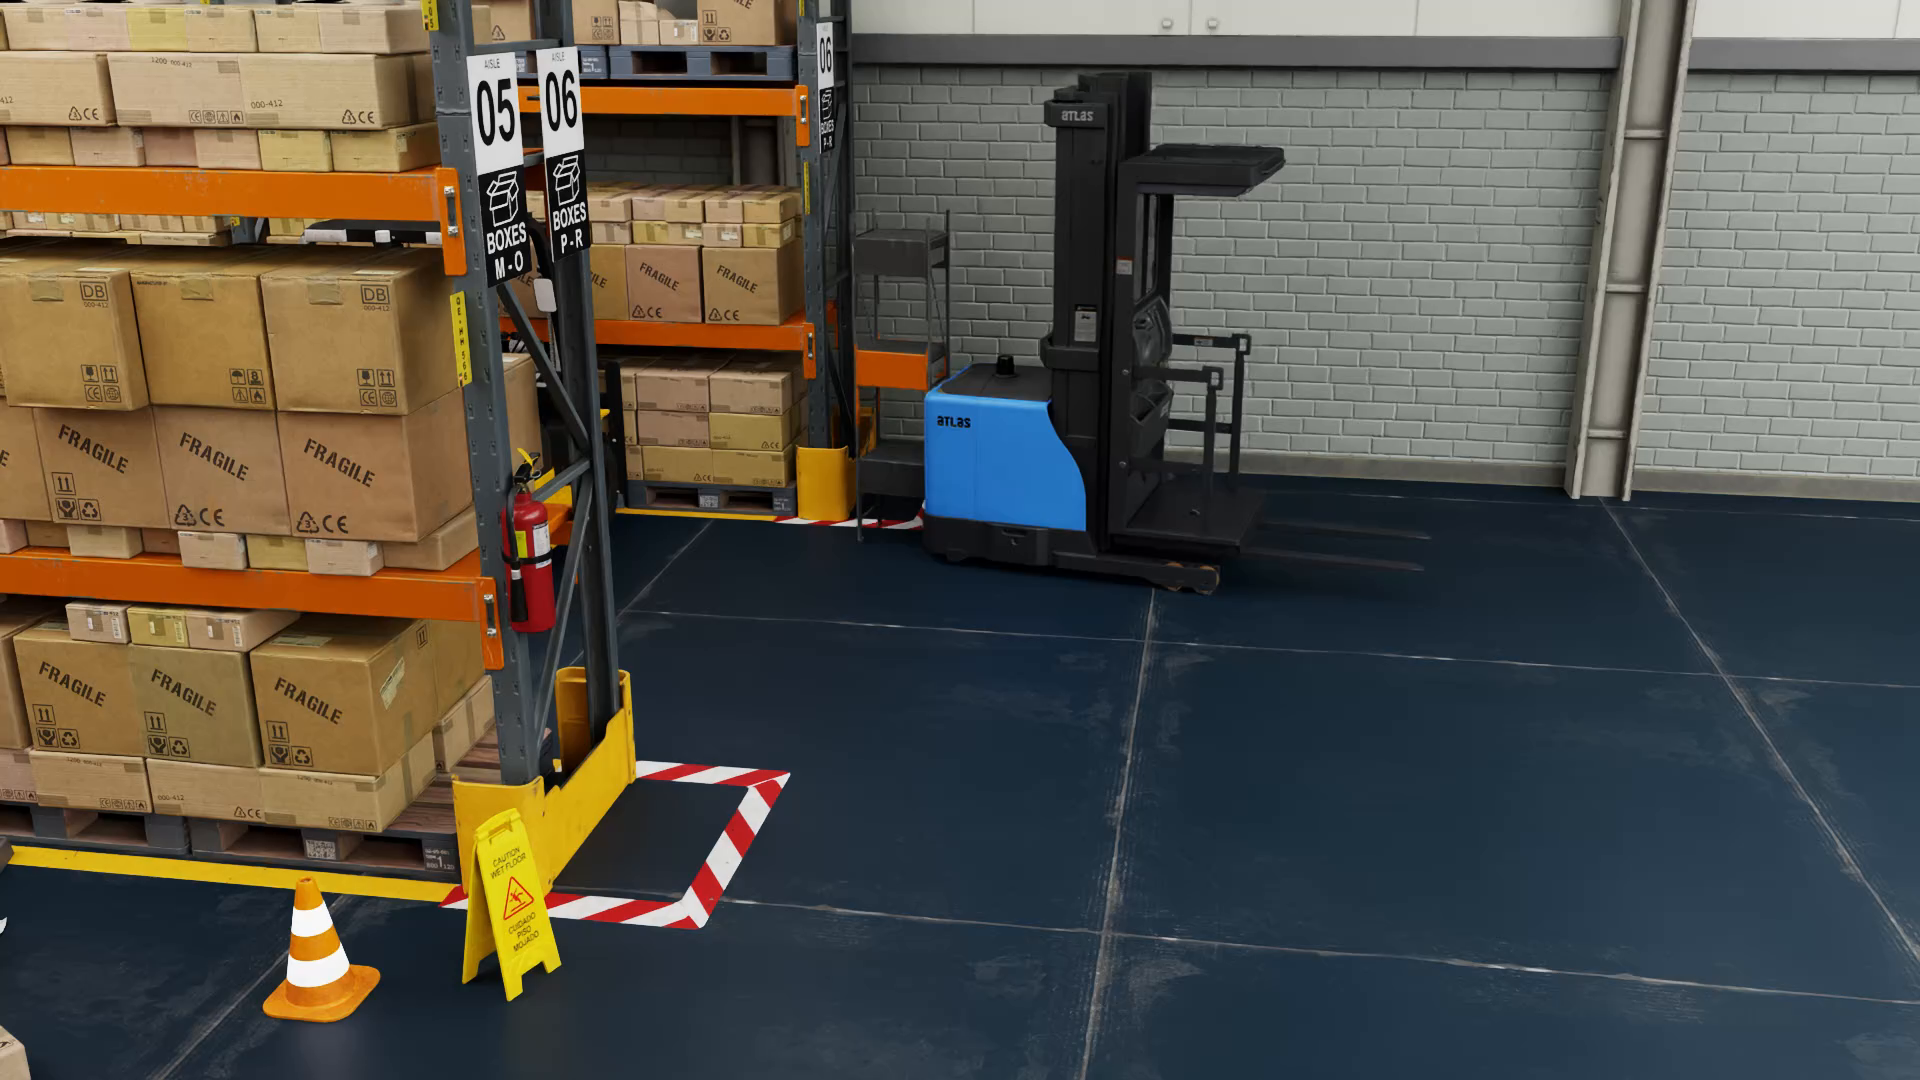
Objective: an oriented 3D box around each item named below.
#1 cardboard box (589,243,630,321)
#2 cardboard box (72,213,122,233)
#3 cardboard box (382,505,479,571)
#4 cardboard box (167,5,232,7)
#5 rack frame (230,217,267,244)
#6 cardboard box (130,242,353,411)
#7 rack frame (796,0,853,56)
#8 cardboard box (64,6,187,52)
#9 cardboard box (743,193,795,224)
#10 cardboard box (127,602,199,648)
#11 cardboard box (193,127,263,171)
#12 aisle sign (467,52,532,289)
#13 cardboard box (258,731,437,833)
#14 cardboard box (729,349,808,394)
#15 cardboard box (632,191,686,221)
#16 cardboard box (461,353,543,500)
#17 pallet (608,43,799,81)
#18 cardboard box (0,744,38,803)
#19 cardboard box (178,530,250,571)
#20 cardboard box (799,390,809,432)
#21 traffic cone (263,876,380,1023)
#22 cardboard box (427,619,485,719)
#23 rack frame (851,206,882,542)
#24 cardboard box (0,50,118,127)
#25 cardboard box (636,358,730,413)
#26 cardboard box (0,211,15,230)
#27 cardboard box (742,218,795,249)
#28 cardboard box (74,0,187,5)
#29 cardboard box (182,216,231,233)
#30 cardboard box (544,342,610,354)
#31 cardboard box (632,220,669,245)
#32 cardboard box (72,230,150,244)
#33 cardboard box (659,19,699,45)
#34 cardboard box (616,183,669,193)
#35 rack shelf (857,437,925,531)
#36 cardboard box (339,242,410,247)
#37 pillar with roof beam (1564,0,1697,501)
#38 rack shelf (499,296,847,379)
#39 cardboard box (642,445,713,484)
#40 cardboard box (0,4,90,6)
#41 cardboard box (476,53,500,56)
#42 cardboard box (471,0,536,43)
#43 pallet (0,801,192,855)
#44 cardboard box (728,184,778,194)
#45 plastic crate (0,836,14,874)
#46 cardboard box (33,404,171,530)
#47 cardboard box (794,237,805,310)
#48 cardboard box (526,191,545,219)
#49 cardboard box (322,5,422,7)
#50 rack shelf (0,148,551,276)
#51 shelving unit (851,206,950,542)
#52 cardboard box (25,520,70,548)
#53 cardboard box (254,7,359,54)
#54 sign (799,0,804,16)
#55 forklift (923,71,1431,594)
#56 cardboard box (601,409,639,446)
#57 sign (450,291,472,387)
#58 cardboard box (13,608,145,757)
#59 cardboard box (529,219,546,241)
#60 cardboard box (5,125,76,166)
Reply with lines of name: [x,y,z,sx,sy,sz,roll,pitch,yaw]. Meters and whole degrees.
cardboard box: [-2.413,-1.782,11.245,0.500,0.500,0.500,3,19,8]
cardboard box: [-5.962,-2.249,11.619,0.250,0.149,0.380,2,19,7]
cardboard box: [-2.056,-0.015,6.517,0.250,0.149,0.380,4,19,10]
cardboard box: [-2.955,-2.004,6.476,0.250,0.149,0.380,3,19,8]
rack frame: [-4.818,-1.939,11.871,0.127,3.000,1.000,3,19,9]
cardboard box: [-2.690,-0.830,6.355,0.500,0.500,0.700,3,19,9]
rack frame: [-0.869,-4.583,10.317,0.127,3.000,1.000,3,19,9]
cardboard box: [-3.019,-1.864,6.059,0.250,0.149,0.380,3,19,9]
cardboard box: [-1.256,-2.186,10.960,0.250,0.149,0.380,3,19,9]
cardboard box: [-3.106,0.289,6.678,0.250,0.149,0.380,3,19,10]
cardboard box: [-2.557,-1.442,6.055,0.250,0.149,0.380,3,19,10]
aisle sign: [-1.637,-1.321,5.928,0.004,0.787,0.394,3,19,9]
cardboard box: [-2.517,0.965,6.864,0.500,0.250,0.500,3,19,8]
cardboard box: [-1.313,-1.191,11.730,0.500,0.250,0.500,3,19,8]
cardboard box: [-2.001,-2.229,11.089,0.250,0.149,0.380,3,19,9]
cardboard box: [-2.076,-0.482,6.889,0.500,0.500,0.500,3,19,8]
pallet: [-1.563,-3.162,10.938,1.213,0.211,1.003,3,19,9]
cardboard box: [-4.009,0.885,7.104,0.500,0.250,0.500,3,19,8]
cardboard box: [-2.832,-0.016,6.520,0.250,0.149,0.380,3,19,10]
cardboard box: [-1.300,-0.959,11.825,0.500,0.250,0.500,3,19,10]
traffic cone: [-2.282,1.403,5.880,0.334,0.463,0.336,3,19,9]
cardboard box: [-2.429,0.439,7.255,0.500,0.500,0.500,2,19,7]
rack frame: [-0.595,-1.044,10.615,0.015,2.100,0.400,6,19,17]
cardboard box: [-3.210,-1.666,6.097,0.500,0.250,0.500,3,19,10]
cardboard box: [-1.878,-1.056,11.329,0.500,0.250,0.500,3,19,10]
cardboard box: [-6.731,-2.286,11.727,0.250,0.149,0.380,2,19,7]
cardboard box: [-1.256,-2.022,10.940,0.250,0.149,0.380,3,19,9]
cardboard box: [-5.572,-3.526,11.207,0.500,0.311,0.500,2,19,7]
cardboard box: [-5.191,-2.242,11.595,0.250,0.149,0.380,4,19,11]
cardboard box: [-2.804,-1.271,11.970,0.500,0.250,0.500,3,19,8]
cardboard box: [-2.002,-2.074,11.095,0.250,0.149,0.380,3,19,8]
cardboard box: [-5.853,-2.073,11.720,0.500,0.250,0.500,2,19,7]
cardboard box: [-1.735,-3.234,10.591,0.250,0.149,0.380,2,19,7]
cardboard box: [-2.189,-2.373,11.518,0.250,0.149,0.380,4,19,10]
rack shelf: [-0.363,-0.343,10.769,0.480,0.518,0.431,6,19,17]
cardboard box: [-3.905,-1.861,11.481,0.500,0.500,0.500,3,19,10]
pillar with roof beam: [3.828,-3.249,6.332,0.400,9.000,9.100,3,19,9]
rack shelf: [-2.844,-1.497,11.684,4.000,0.370,1.077,3,19,9]
cardboard box: [-1.872,-0.586,11.497,0.500,0.250,0.500,3,19,9]
cardboard box: [-3.708,-2.070,6.673,0.250,0.149,0.380,3,19,9]
cardboard box: [-2.107,-1.784,6.447,0.500,0.250,0.500,3,19,8]
cardboard box: [-2.912,-3.526,10.904,0.637,0.503,0.797,4,19,10]
pallet: [-3.725,1.022,7.416,1.213,0.211,1.003,3,19,9]
cardboard box: [-1.419,-2.351,11.452,0.250,0.149,0.380,4,19,11]
plastic crate: [-4.182,1.337,6.682,0.583,0.080,0.402,-3,19,-10]
cardboard box: [-3.219,-0.365,6.540,0.500,0.500,0.500,3,19,8]
cardboard box: [-1.314,-1.897,11.588,0.500,0.500,0.500,4,19,10]
cardboard box: [-2.771,-2.261,11.185,0.250,0.149,0.380,3,19,9]
cardboard box: [-2.222,-1.953,6.326,0.250,0.149,0.380,3,19,8]
rack shelf: [-3.627,-1.364,6.560,4.000,0.370,1.077,3,19,9]
shelving unit: [-0.363,-1.020,10.542,0.503,2.100,0.431,6,19,17]
cardboard box: [-3.562,-0.098,6.765,0.250,0.149,0.380,3,19,9]
cardboard box: [-2.282,-1.813,5.908,0.250,0.149,0.380,3,19,10]
sign: [-0.969,-3.373,10.159,0.005,0.325,0.100,3,19,9]
forklift: [1.342,-1.257,9.942,3.031,2.935,1.130,6,19,17]
cardboard box: [-2.406,-0.845,11.483,0.500,0.250,0.500,2,19,7]
sign: [-1.760,-0.709,5.870,0.005,0.325,0.100,3,19,9]
cardboard box: [-3.498,0.555,6.906,0.500,0.500,0.500,2,19,7]
cardboard box: [-2.758,-2.120,11.232,0.250,0.149,0.380,3,19,8]
cardboard box: [-3.309,-1.489,6.195,0.250,0.149,0.380,2,19,7]
